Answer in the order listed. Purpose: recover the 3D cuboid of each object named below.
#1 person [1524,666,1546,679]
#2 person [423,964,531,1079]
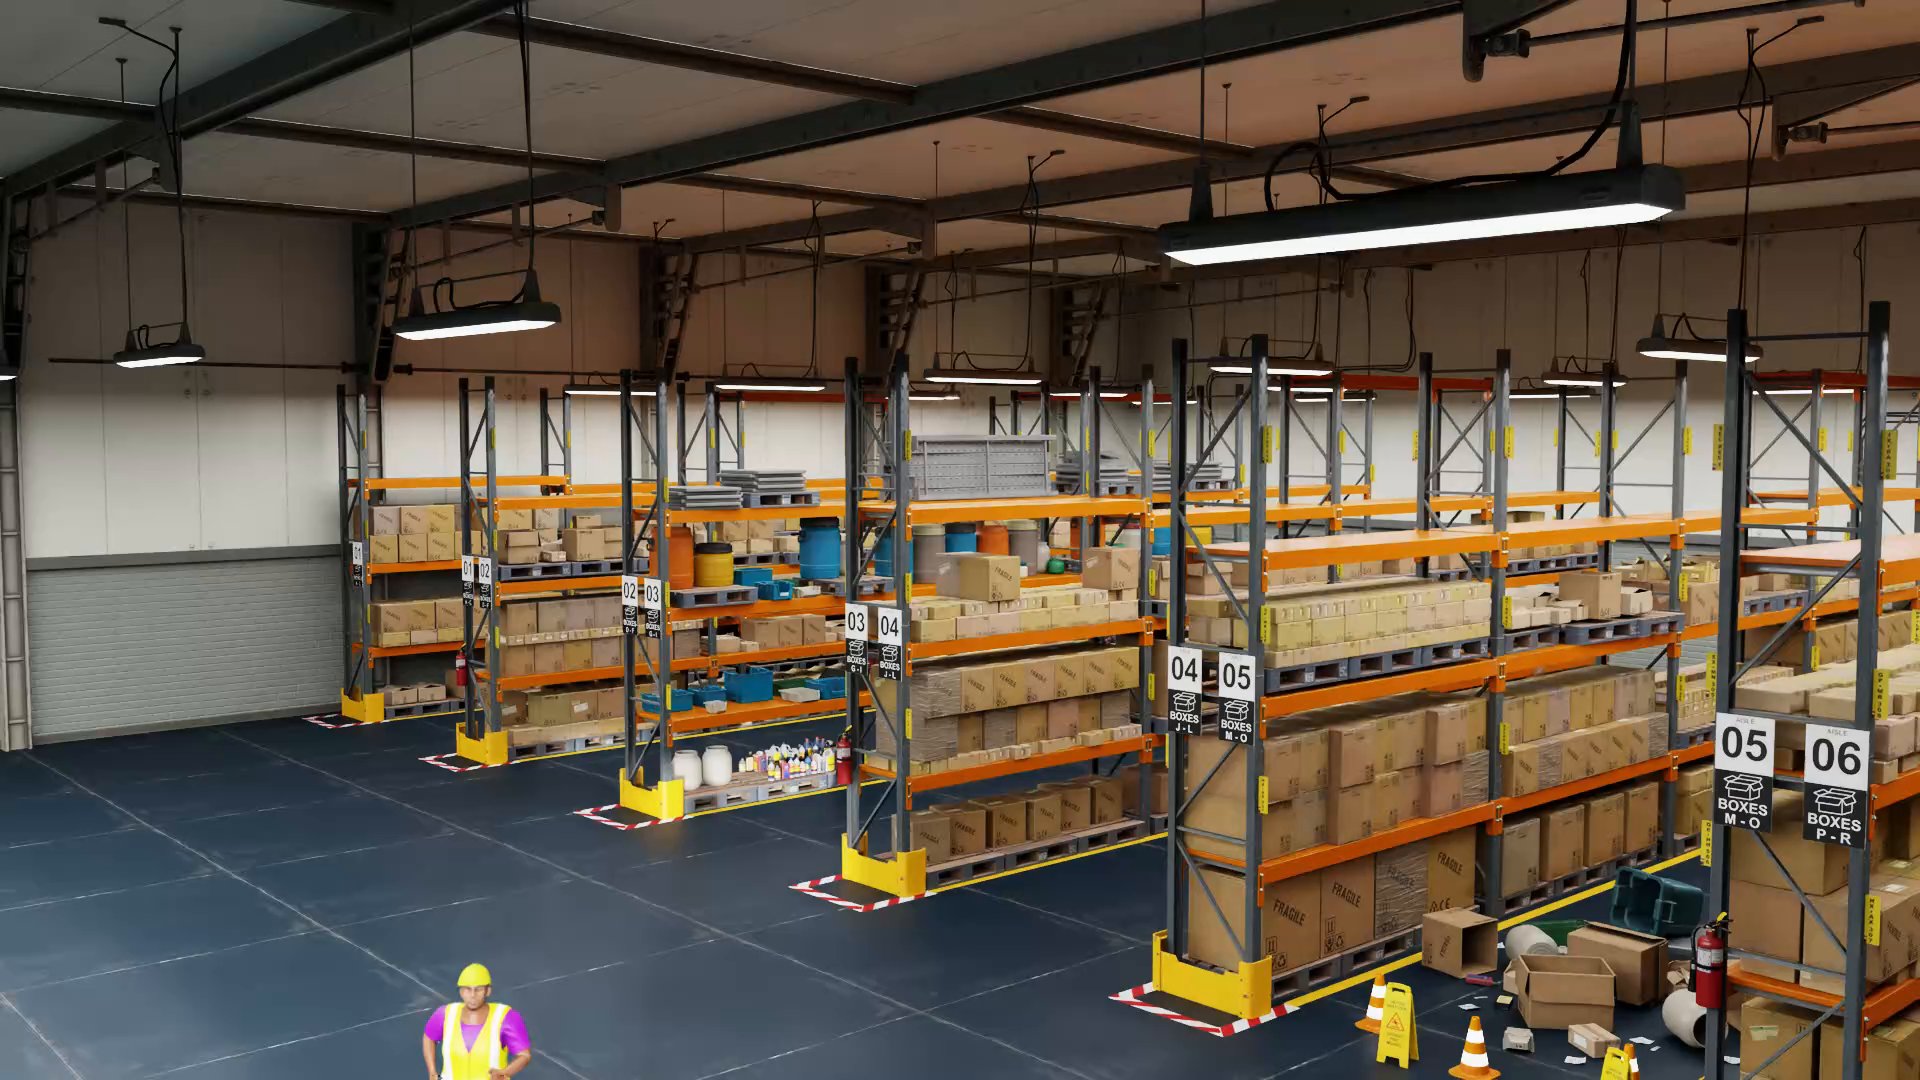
[{"bbox_3d":[8.699,2.669,25.164,0.656,1.682,0.590,3,5,40],"label":"person"},{"bbox_3d":[-3.082,3.603,10.589,0.695,1.836,0.670,-1,4,-10],"label":"person"}]
